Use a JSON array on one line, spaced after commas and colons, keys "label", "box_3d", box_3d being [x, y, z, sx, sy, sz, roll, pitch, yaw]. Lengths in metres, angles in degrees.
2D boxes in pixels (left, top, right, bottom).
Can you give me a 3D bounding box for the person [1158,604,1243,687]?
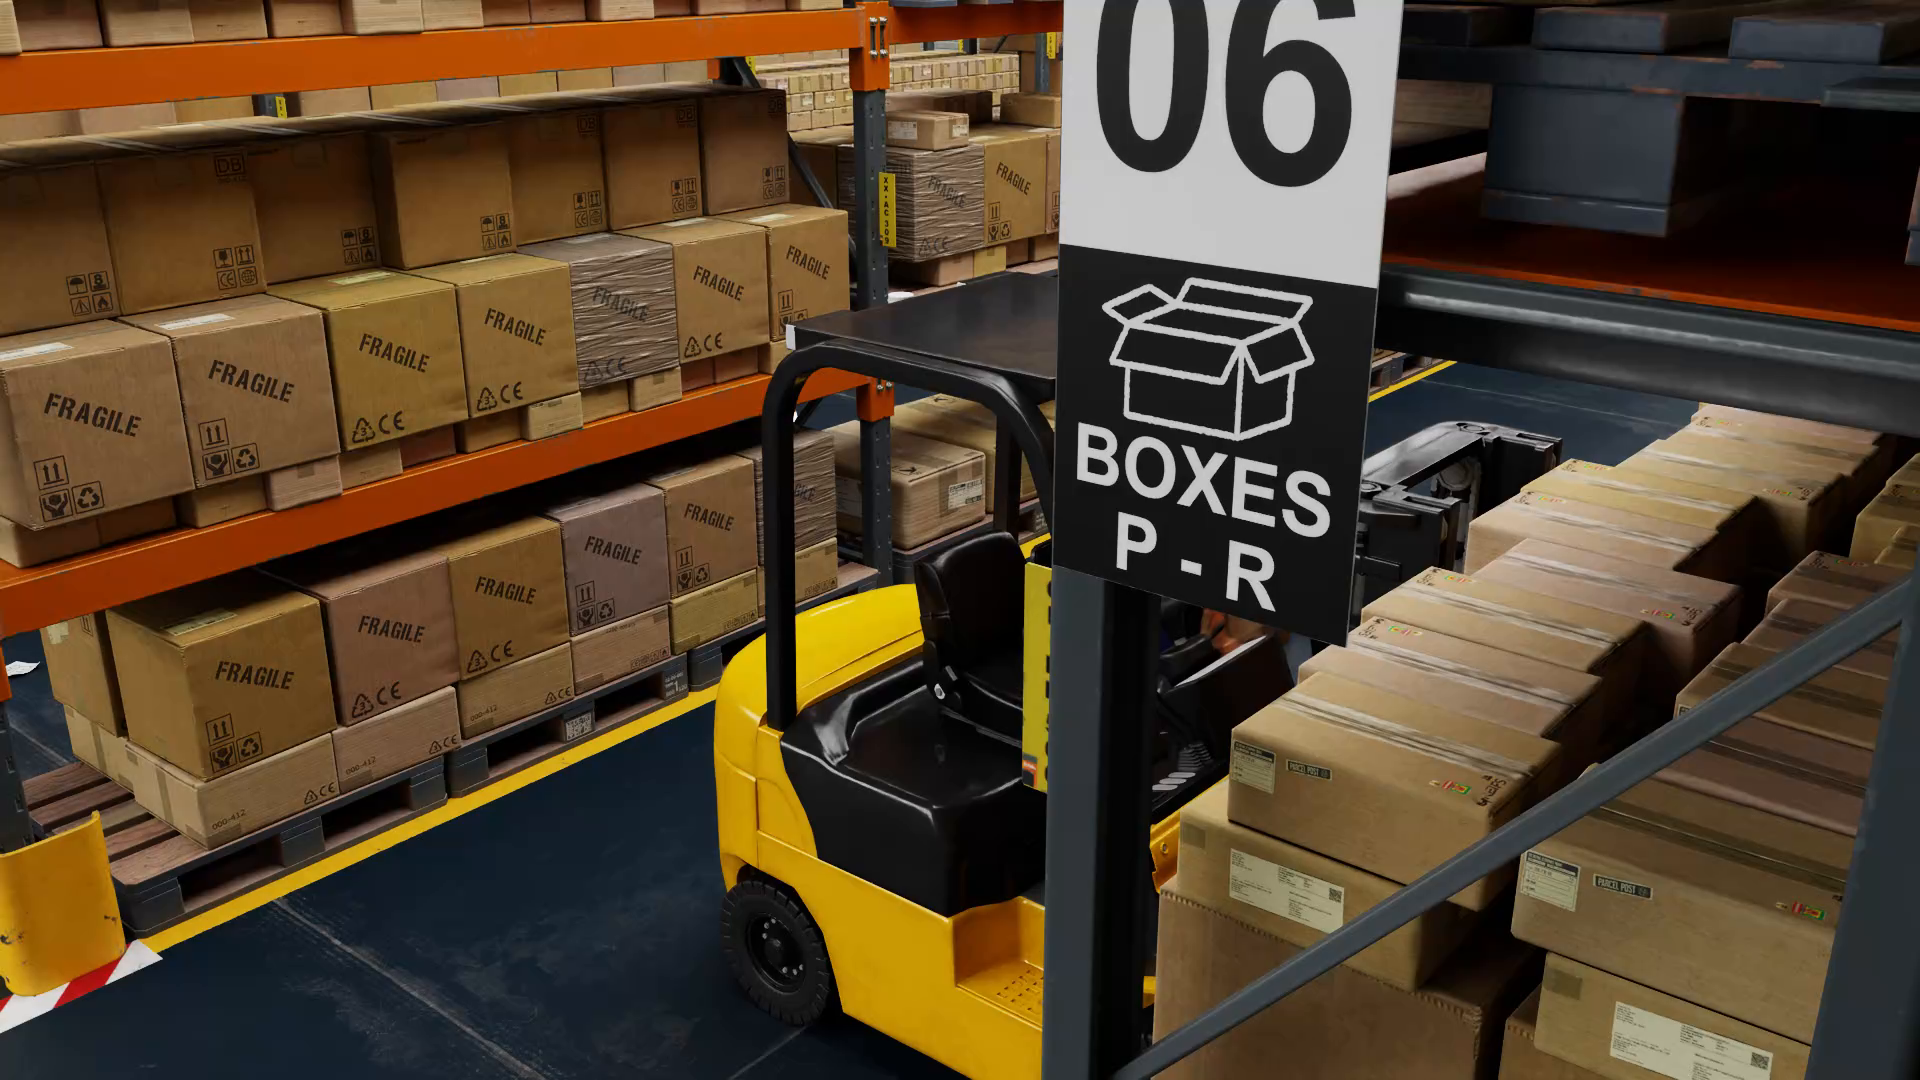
[{"label": "person", "box_3d": [0.911, 0.234, 6.298, 0.684, 1.482, 0.450, 15, 25, 35]}]
